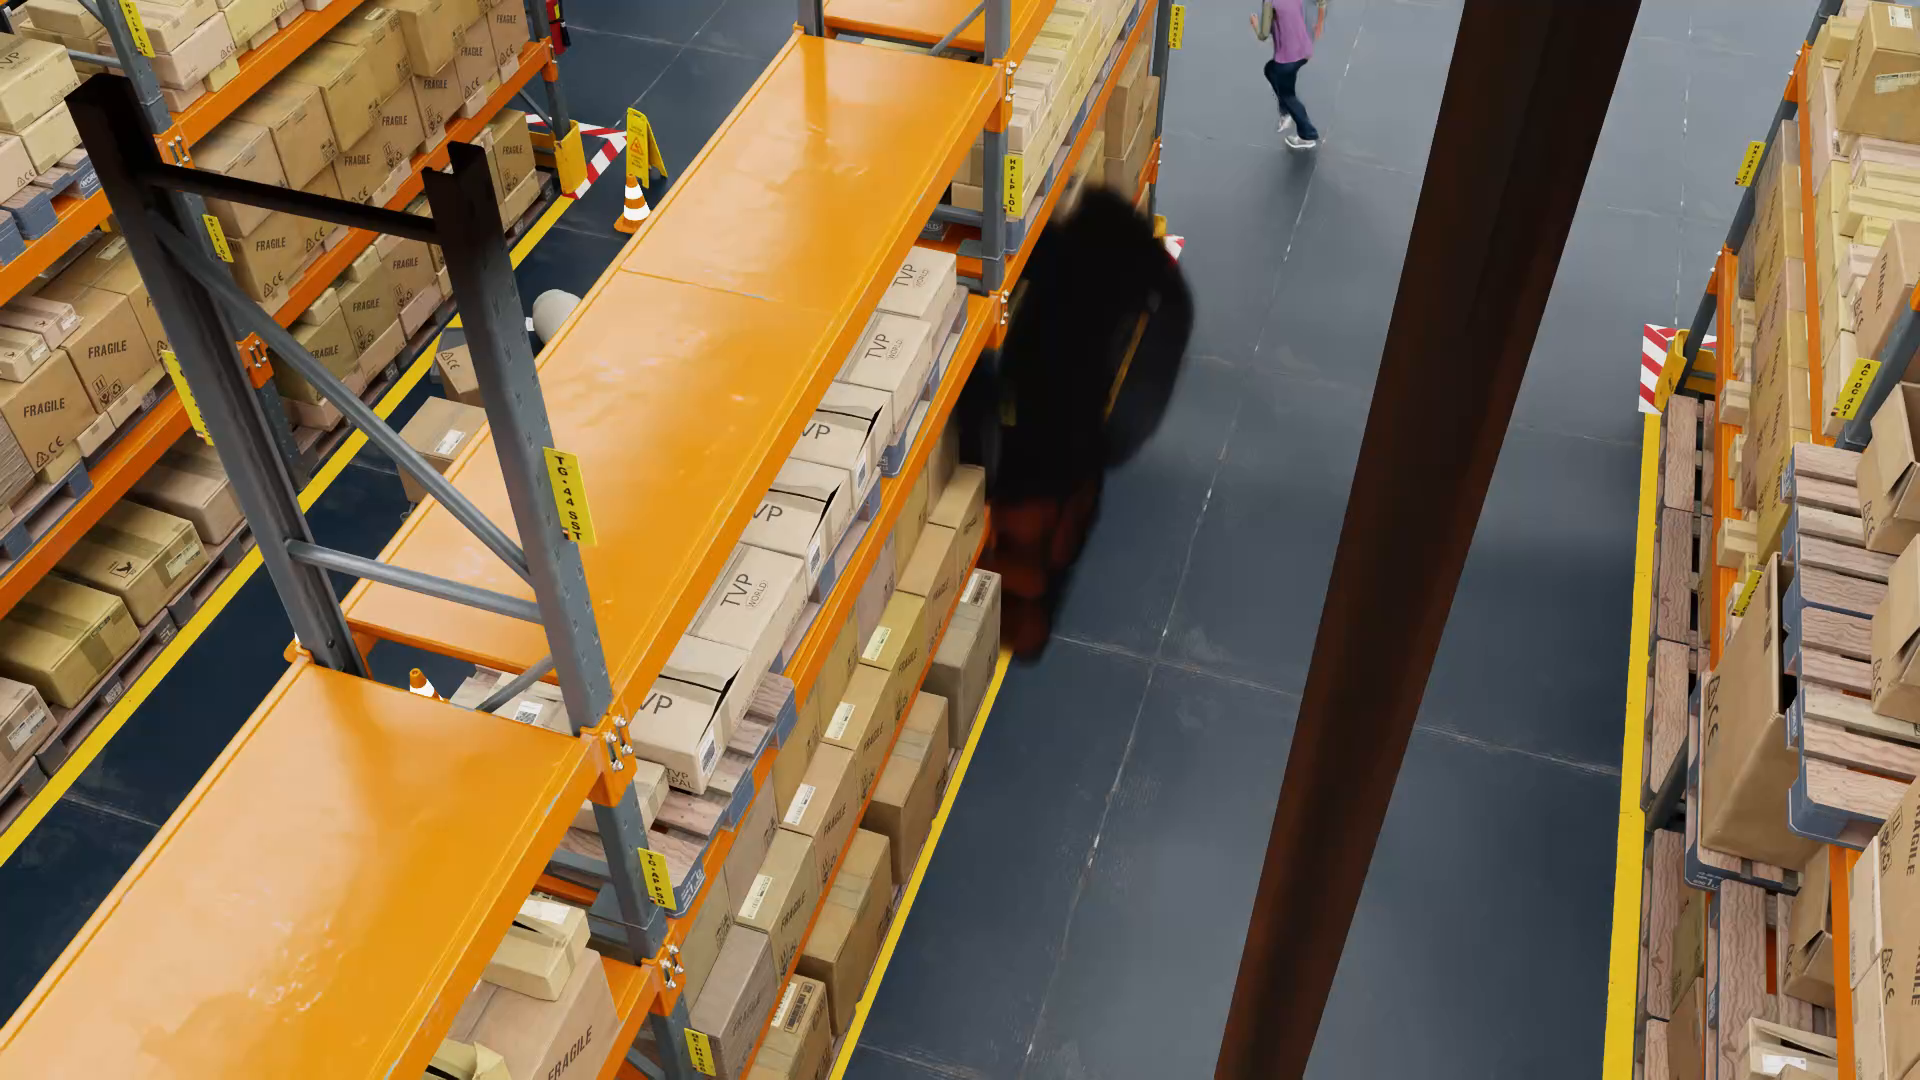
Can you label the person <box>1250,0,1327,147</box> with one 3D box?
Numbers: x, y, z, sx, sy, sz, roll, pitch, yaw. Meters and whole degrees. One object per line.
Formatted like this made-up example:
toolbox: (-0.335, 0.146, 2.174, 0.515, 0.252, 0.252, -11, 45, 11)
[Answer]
person: (2.808, -4.121, 14.129, 0.570, 1.435, 0.872, -31, 53, -27)
